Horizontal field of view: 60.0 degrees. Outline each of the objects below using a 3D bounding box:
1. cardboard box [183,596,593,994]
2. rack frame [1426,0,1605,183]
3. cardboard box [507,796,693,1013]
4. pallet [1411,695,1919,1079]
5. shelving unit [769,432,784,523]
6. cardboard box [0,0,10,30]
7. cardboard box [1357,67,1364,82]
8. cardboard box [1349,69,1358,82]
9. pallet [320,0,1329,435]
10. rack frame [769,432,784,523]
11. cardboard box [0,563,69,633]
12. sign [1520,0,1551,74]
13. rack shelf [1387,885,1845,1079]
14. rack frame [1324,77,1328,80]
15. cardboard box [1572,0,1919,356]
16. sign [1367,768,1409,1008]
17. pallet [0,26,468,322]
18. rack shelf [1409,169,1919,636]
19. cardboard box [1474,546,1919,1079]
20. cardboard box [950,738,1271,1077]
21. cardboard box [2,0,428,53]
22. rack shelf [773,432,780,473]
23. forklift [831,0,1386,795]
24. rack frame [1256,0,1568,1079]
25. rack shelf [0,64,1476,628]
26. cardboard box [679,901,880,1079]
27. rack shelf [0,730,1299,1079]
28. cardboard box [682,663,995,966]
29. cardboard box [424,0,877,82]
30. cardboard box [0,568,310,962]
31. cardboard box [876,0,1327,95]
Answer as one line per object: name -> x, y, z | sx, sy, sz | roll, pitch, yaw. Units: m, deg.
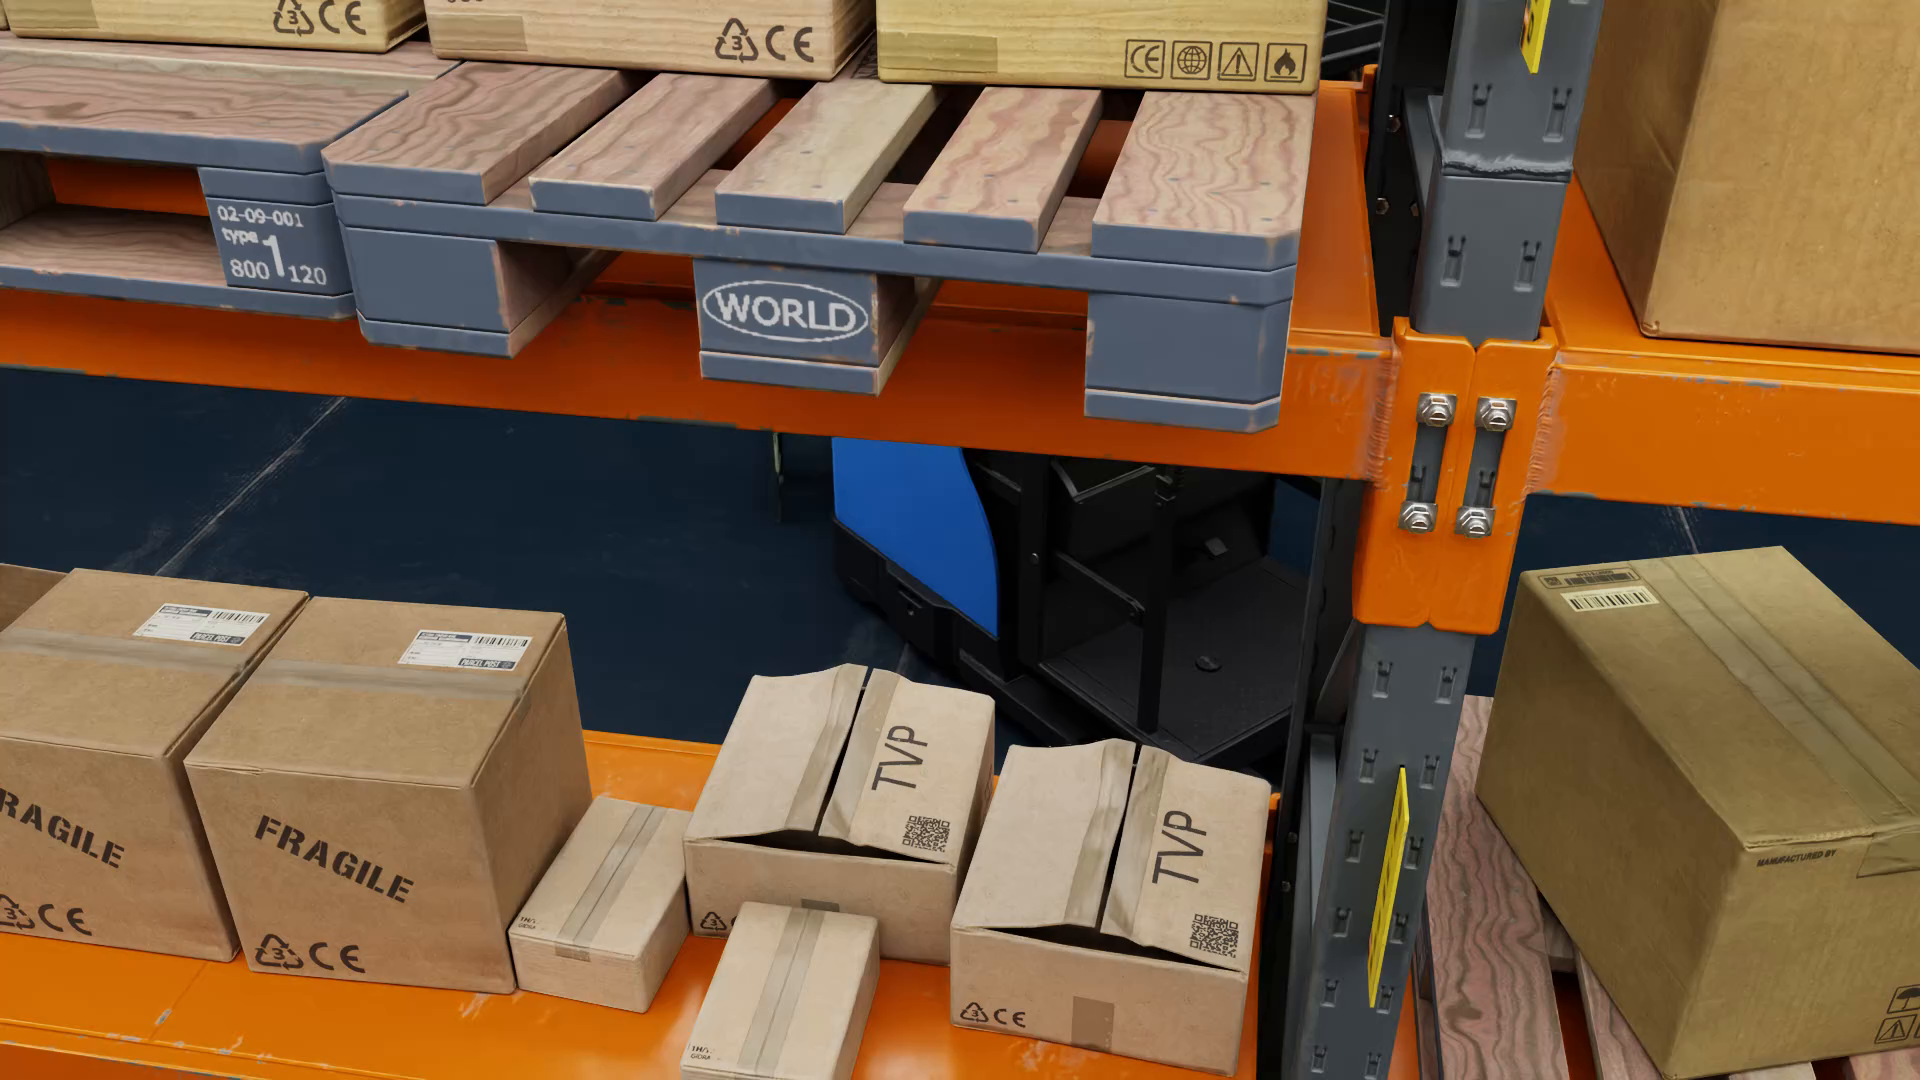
cardboard box -> -1.023, 0.463, 3.089 | 0.500, 0.500, 0.500 | 3, 32, 6
rack frame -> 0.634, -1.897, 1.298 | 0.127, 3.000, 1.000 | 5, 32, 8
cardboard box -> -0.633, 0.669, 3.092 | 0.250, 0.149, 0.380 | 8, 33, 12
pallet -> 1.314, 0.752, 2.903 | 1.003, 0.211, 1.213 | 5, 32, 8
shelving unit -> -0.397, -0.823, 6.651 | 0.755, 1.500, 0.431 | -2, 32, -2
cardboard box -> -1.435, -0.894, 2.269 | 0.500, 0.250, 0.500 | 3, 32, 4
cardboard box -> 1.974, -2.217, 7.072 | 0.500, 0.500, 0.500 | 5, 32, 9
cardboard box -> 1.828, -1.952, 7.259 | 0.250, 0.149, 0.380 | 6, 32, 9
pallet -> -0.050, -0.559, 2.166 | 1.003, 0.211, 1.213 | 7, 33, 10
rack frame -> -0.762, -0.813, 6.635 | 0.023, 1.500, 0.400 | -2, 32, -2
cardboard box -> -2.035, 0.371, 3.236 | 0.500, 0.500, 0.500 | 7, 33, 12
sign -> 0.533, -0.588, 1.474 | 0.005, 0.325, 0.100 | 5, 32, 8
rack shelf -> 2.605, 1.130, 2.796 | 4.000, 0.370, 1.077 | 5, 32, 8
rack frame -> 1.464, -1.945, 7.030 | 0.127, 3.000, 1.000 | 5, 32, 8
cardboard box -> 1.070, -0.646, 2.034 | 0.500, 0.500, 0.910 | 5, 32, 8
sign -> 0.544, 0.446, 2.119 | 0.005, 0.325, 0.100 | 5, 32, 8
pallet -> -1.153, -0.657, 2.323 | 1.213, 0.211, 1.003 | 7, 33, 10
rack shelf -> 2.605, -0.142, 2.000 | 4.000, 0.370, 1.077 | 5, 32, 8
cardboard box -> 1.274, 0.423, 2.757 | 0.500, 0.500, 0.700 | -5, 32, -8
cardboard box -> 0.283, 0.629, 3.002 | 0.500, 0.311, 0.500 | 7, 33, 11
cardboard box -> -0.905, -0.845, 2.191 | 0.500, 0.250, 0.500 | 5, 32, 7
rack shelf -> -0.397, -0.546, 6.824 | 0.720, 0.370, 0.431 | -2, 32, -2
forklift -> 0.806, -0.624, 4.984 | 1.130, 2.935, 3.031 | -22, 38, -31
rack frame -> 0.634, 0.646, 2.890 | 0.127, 3.000, 1.000 | 5, 32, 8
rack shelf -> -1.338, -0.499, 2.570 | 4.000, 0.370, 1.077 | 5, 32, 8
cardboard box -> -0.299, 0.817, 2.854 | 0.250, 0.149, 0.380 | 5, 32, 8
rack shelf -> -1.338, 0.773, 3.366 | 4.000, 0.370, 1.077 | 5, 32, 8
cardboard box -> -0.215, 0.503, 3.203 | 0.500, 0.311, 0.500 | 5, 32, 8
cardboard box -> -0.343, -0.788, 2.100 | 0.500, 0.250, 0.500 | 6, 33, 10
cardboard box -> -1.542, 0.416, 3.164 | 0.500, 0.500, 0.500 | 5, 32, 8
cardboard box -> 0.177, -0.751, 2.040 | 0.500, 0.250, 0.500 | 3, 32, 5
